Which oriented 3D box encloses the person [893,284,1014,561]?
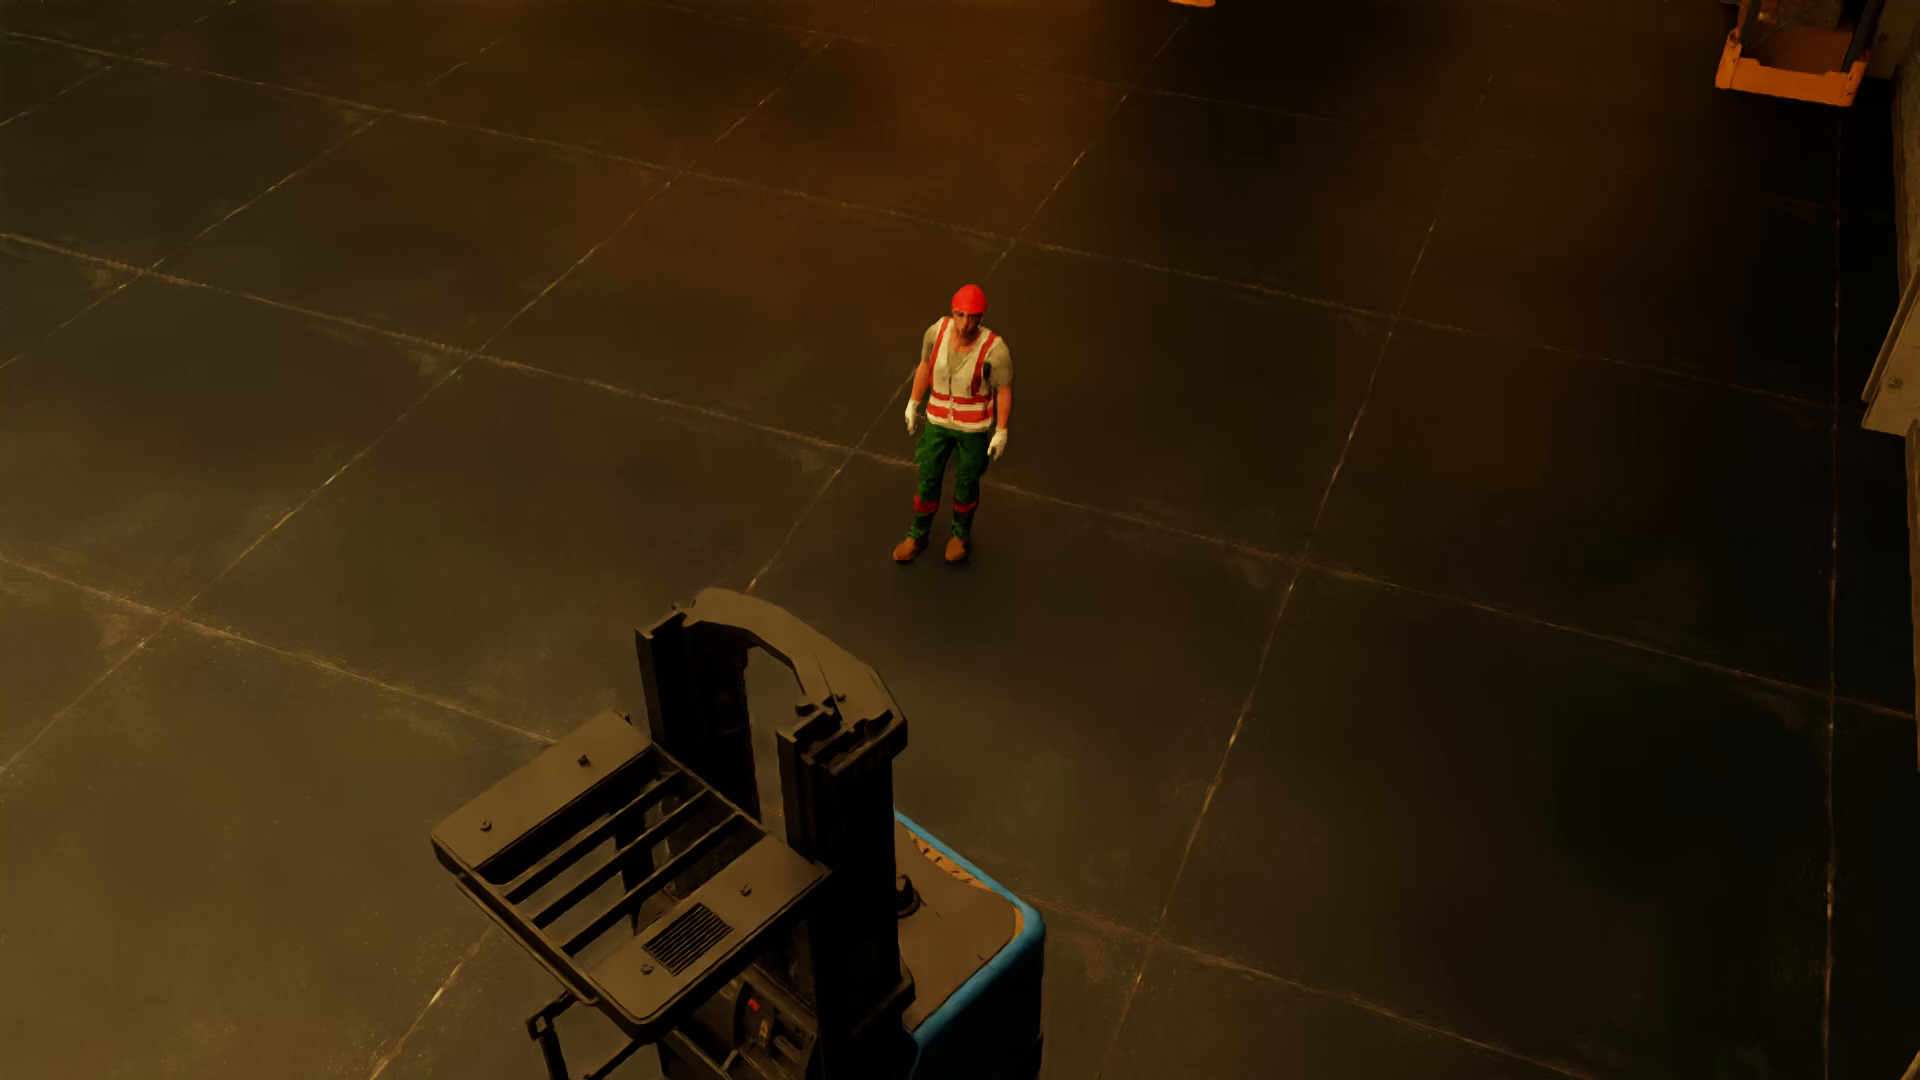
[{"bbox_3d":[-0.041,-0.644,9.659,0.637,1.783,0.563,15,42,17],"label":"person"}]

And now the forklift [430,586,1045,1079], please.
[{"bbox_3d":[-1.000,1.730,5.939,1.130,2.935,3.031,30,49,31],"label":"forklift"}]
